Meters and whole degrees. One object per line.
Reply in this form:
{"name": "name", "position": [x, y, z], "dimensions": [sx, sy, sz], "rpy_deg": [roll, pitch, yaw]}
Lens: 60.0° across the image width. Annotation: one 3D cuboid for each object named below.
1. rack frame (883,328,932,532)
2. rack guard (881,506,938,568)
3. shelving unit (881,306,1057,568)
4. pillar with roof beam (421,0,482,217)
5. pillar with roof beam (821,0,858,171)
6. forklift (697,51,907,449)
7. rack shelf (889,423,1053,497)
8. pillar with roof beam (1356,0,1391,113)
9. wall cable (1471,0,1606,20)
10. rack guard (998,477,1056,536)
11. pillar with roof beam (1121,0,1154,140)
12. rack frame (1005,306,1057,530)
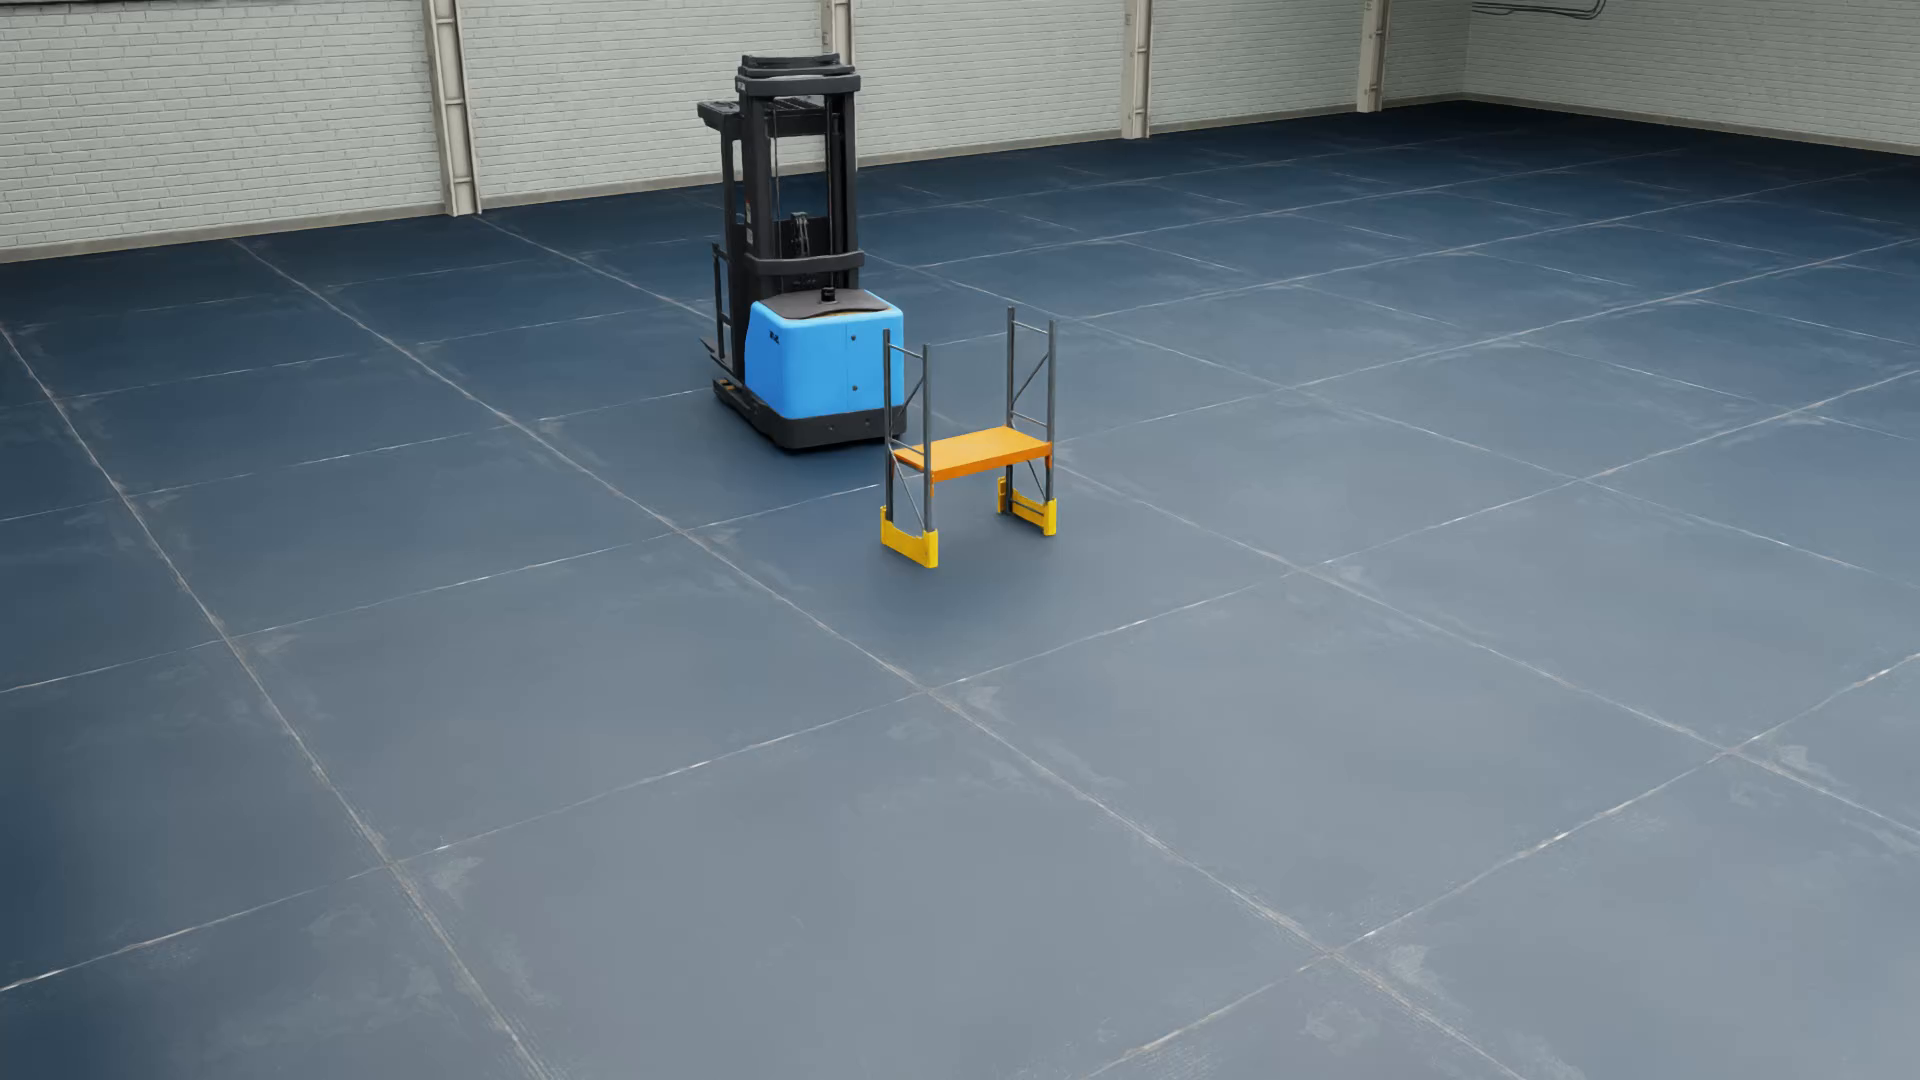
{"name": "rack frame", "position": [-0.343, -0.605, 10.889], "dimensions": [0.032, 1.500, 0.500], "rpy_deg": [-15, 26, -33]}
{"name": "rack guard", "position": [-0.342, -0.025, 11.121], "dimensions": [0.087, 0.250, 0.587], "rpy_deg": [-15, 26, -33]}
{"name": "shelving unit", "position": [0.062, -0.713, 11.160], "dimensions": [1.083, 1.500, 0.587], "rpy_deg": [-15, 26, -33]}
{"name": "pillar with roof beam", "position": [-4.186, -7.296, 17.539], "dimensions": [0.400, 9.000, 9.100], "rpy_deg": [-15, 26, -33]}
{"name": "pillar with roof beam", "position": [0.685, -8.595, 20.793], "dimensions": [0.400, 9.000, 9.100], "rpy_deg": [-15, 26, -33]}
{"name": "forklift", "position": [-1.498, -2.587, 13.925], "dimensions": [1.130, 2.935, 3.031], "rpy_deg": [-10, 24, -23]}
{"name": "rack shelf", "position": [0.069, -0.548, 11.231], "dimensions": [1.000, 0.185, 0.538], "rpy_deg": [-15, 26, -33]}
{"name": "pillar with roof beam", "position": [10.426, -11.192, 27.302], "dimensions": [0.400, 9.000, 9.100], "rpy_deg": [-15, 26, -33]}
{"name": "wall cable", "position": [11.075, -11.285, 31.724], "dimensions": [0.112, 2.526, 3.097], "rpy_deg": [-15, 26, -33]}
{"name": "rack guard", "position": [0.466, -0.240, 11.662], "dimensions": [0.087, 0.250, 0.587], "rpy_deg": [-15, 26, -33]}
{"name": "pillar with roof beam", "position": [5.555, -9.893, 24.048], "dimensions": [0.400, 9.000, 9.100], "rpy_deg": [-15, 26, -33]}
{"name": "rack frame", "position": [0.482, -0.825, 11.440], "dimensions": [0.032, 1.500, 0.500], "rpy_deg": [-15, 26, -33]}
